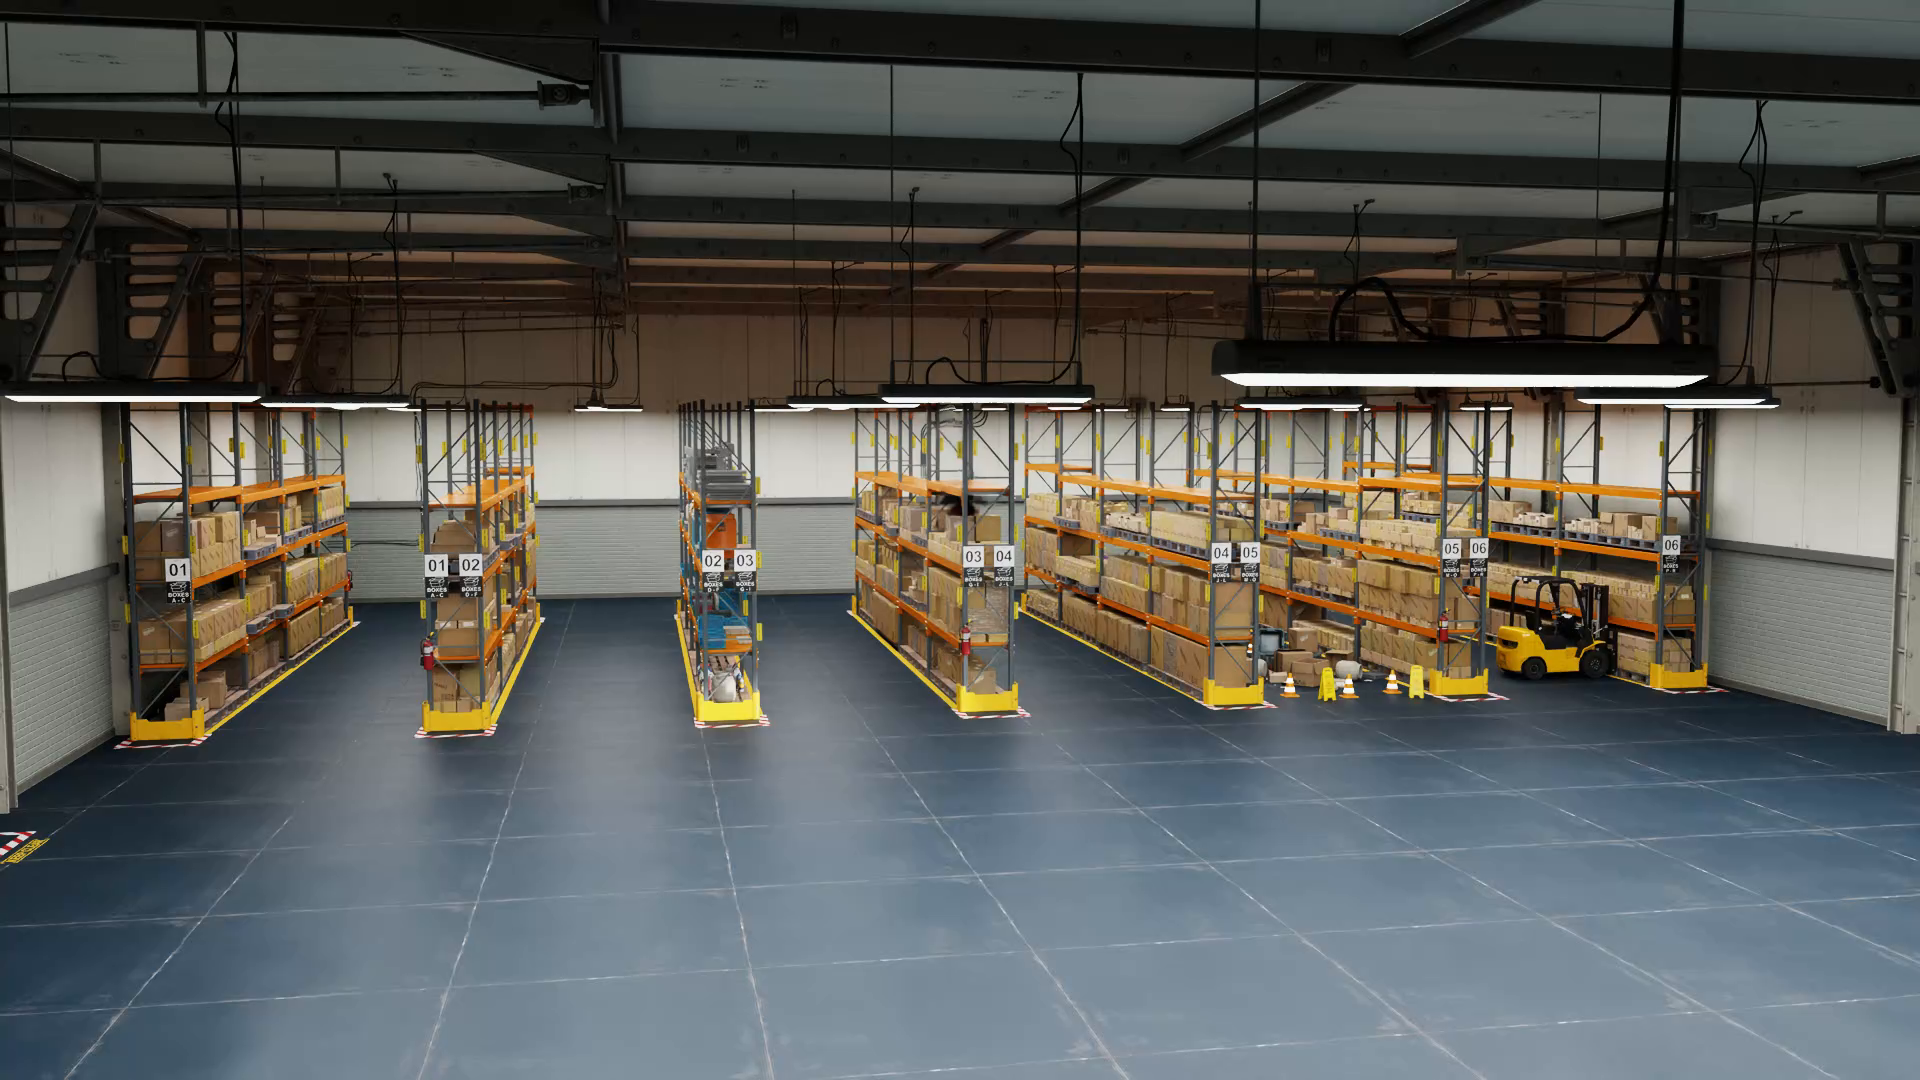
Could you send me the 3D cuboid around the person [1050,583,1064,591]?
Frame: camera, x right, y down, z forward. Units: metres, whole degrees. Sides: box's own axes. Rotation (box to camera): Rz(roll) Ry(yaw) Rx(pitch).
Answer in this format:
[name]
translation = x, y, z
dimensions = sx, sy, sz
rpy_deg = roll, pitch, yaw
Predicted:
[person]
translation = 2.927, 1.106, 49.793
dimensions = 0.521, 1.730, 0.737
rpy_deg = 3, 5, 38
